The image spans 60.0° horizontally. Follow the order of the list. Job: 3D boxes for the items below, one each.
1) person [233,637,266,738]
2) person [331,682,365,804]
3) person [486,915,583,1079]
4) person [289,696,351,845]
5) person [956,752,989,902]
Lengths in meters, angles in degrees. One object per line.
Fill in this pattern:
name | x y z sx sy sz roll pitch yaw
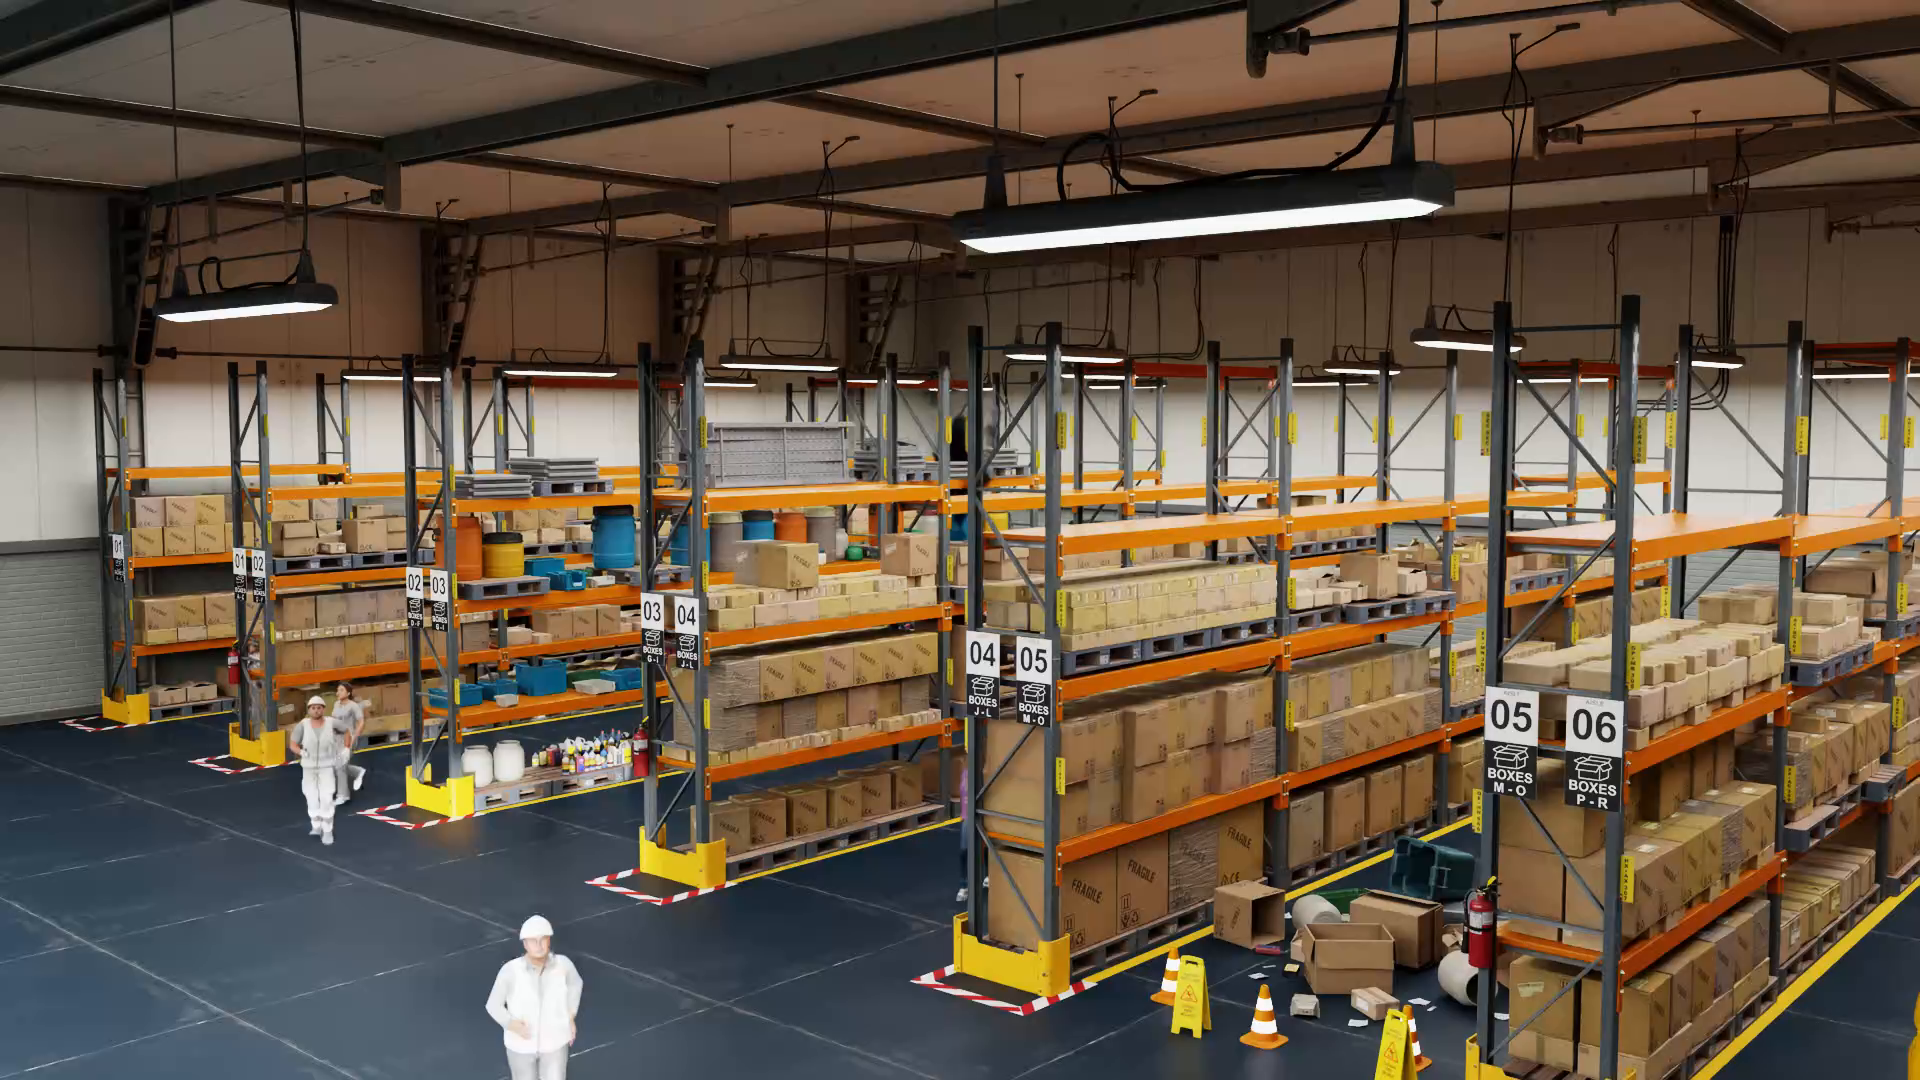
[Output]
person | -11.337 2.364 26.620 0.587 1.650 0.593 3 5 33
person | -8.251 2.714 22.416 0.588 1.632 0.562 2 5 29
person | -2.895 3.443 11.372 0.656 1.781 0.898 -1 4 -17
person | -7.775 2.809 20.211 0.685 1.849 0.749 -1 4 -16
person | 0.201 3.059 17.914 0.509 1.650 0.721 3 5 31
